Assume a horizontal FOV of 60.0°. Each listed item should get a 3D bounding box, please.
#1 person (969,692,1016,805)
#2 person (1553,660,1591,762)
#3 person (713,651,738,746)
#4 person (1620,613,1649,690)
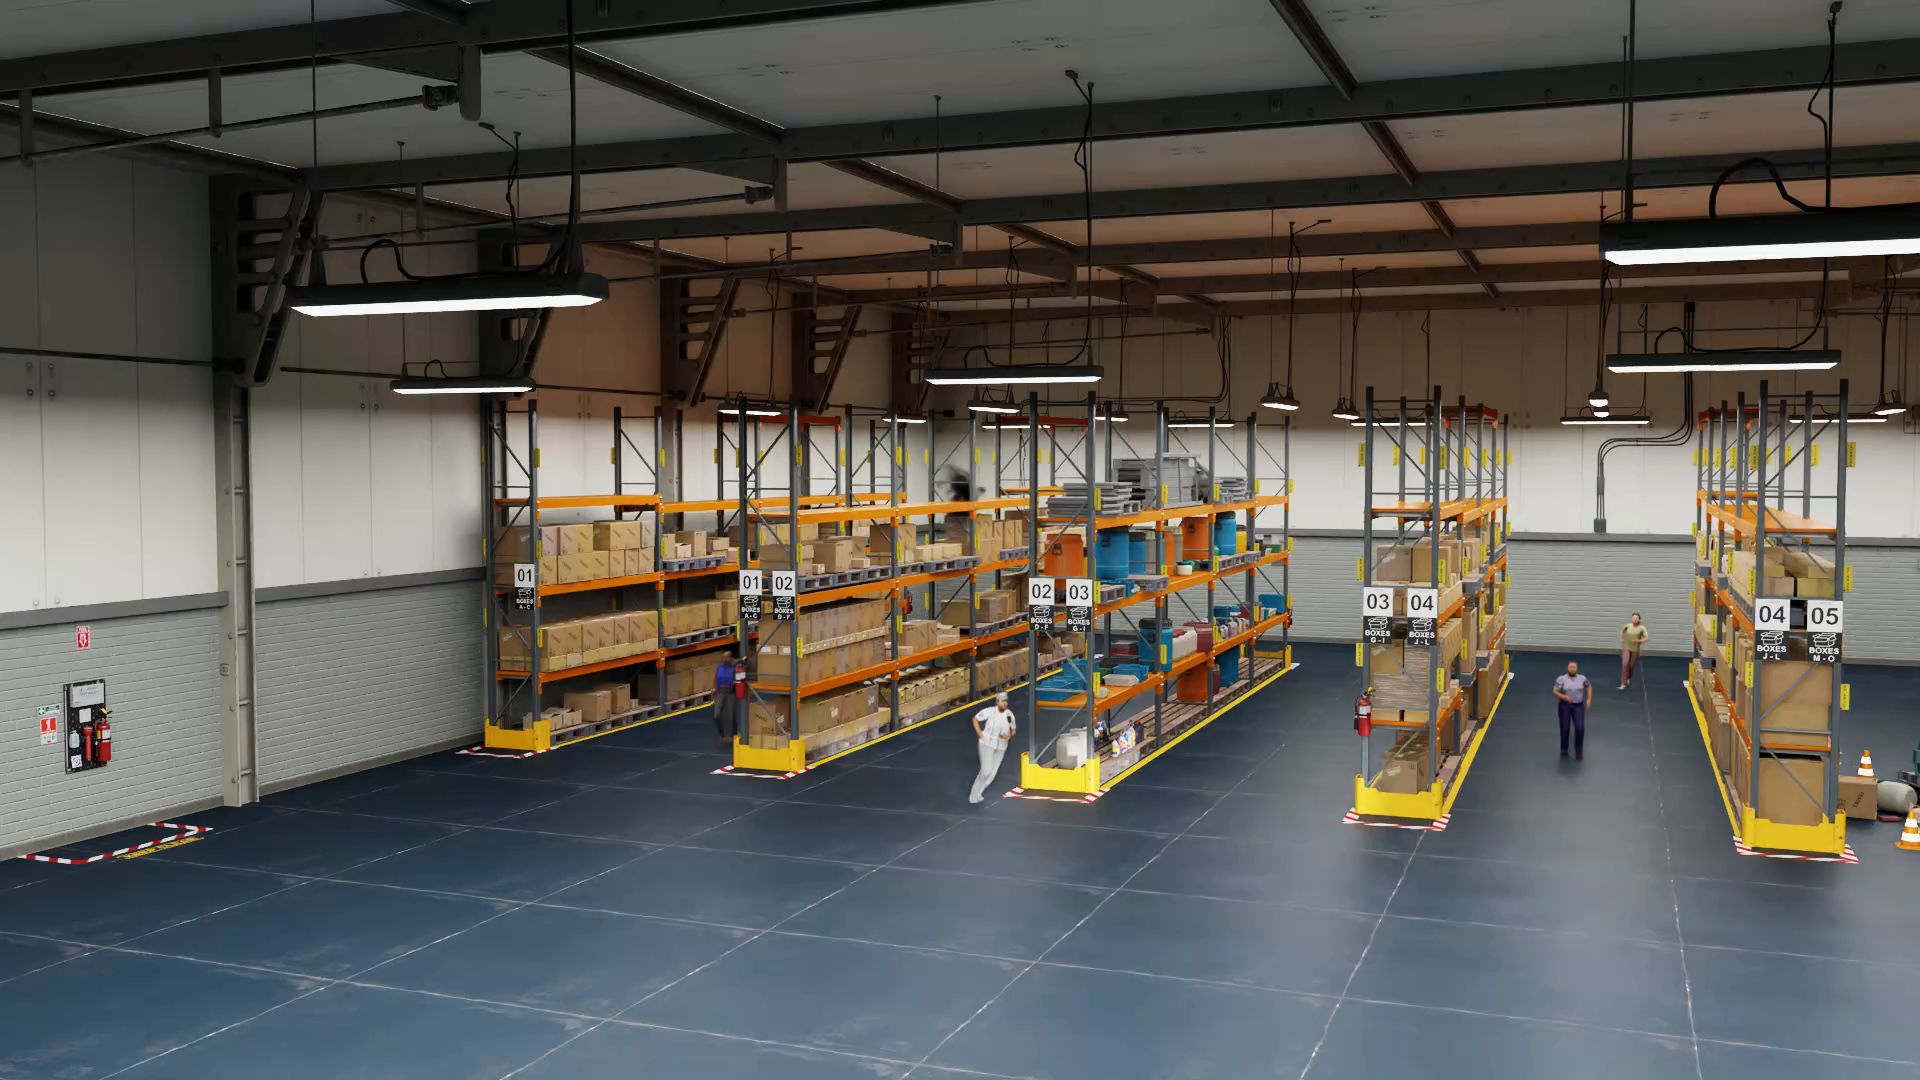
[{"bbox_3d":[0.471,3.012,24.092,0.686,1.627,0.603,-1,3,-22],"label":"person"},{"bbox_3d":[10.142,2.846,27.543,0.625,1.713,0.712,1,3,13],"label":"person"},{"bbox_3d":[-4.076,2.754,28.891,0.546,1.653,0.676,1,3,13],"label":"person"},{"bbox_3d":[14.658,2.410,36.169,0.609,1.659,0.881,2,3,30],"label":"person"}]
